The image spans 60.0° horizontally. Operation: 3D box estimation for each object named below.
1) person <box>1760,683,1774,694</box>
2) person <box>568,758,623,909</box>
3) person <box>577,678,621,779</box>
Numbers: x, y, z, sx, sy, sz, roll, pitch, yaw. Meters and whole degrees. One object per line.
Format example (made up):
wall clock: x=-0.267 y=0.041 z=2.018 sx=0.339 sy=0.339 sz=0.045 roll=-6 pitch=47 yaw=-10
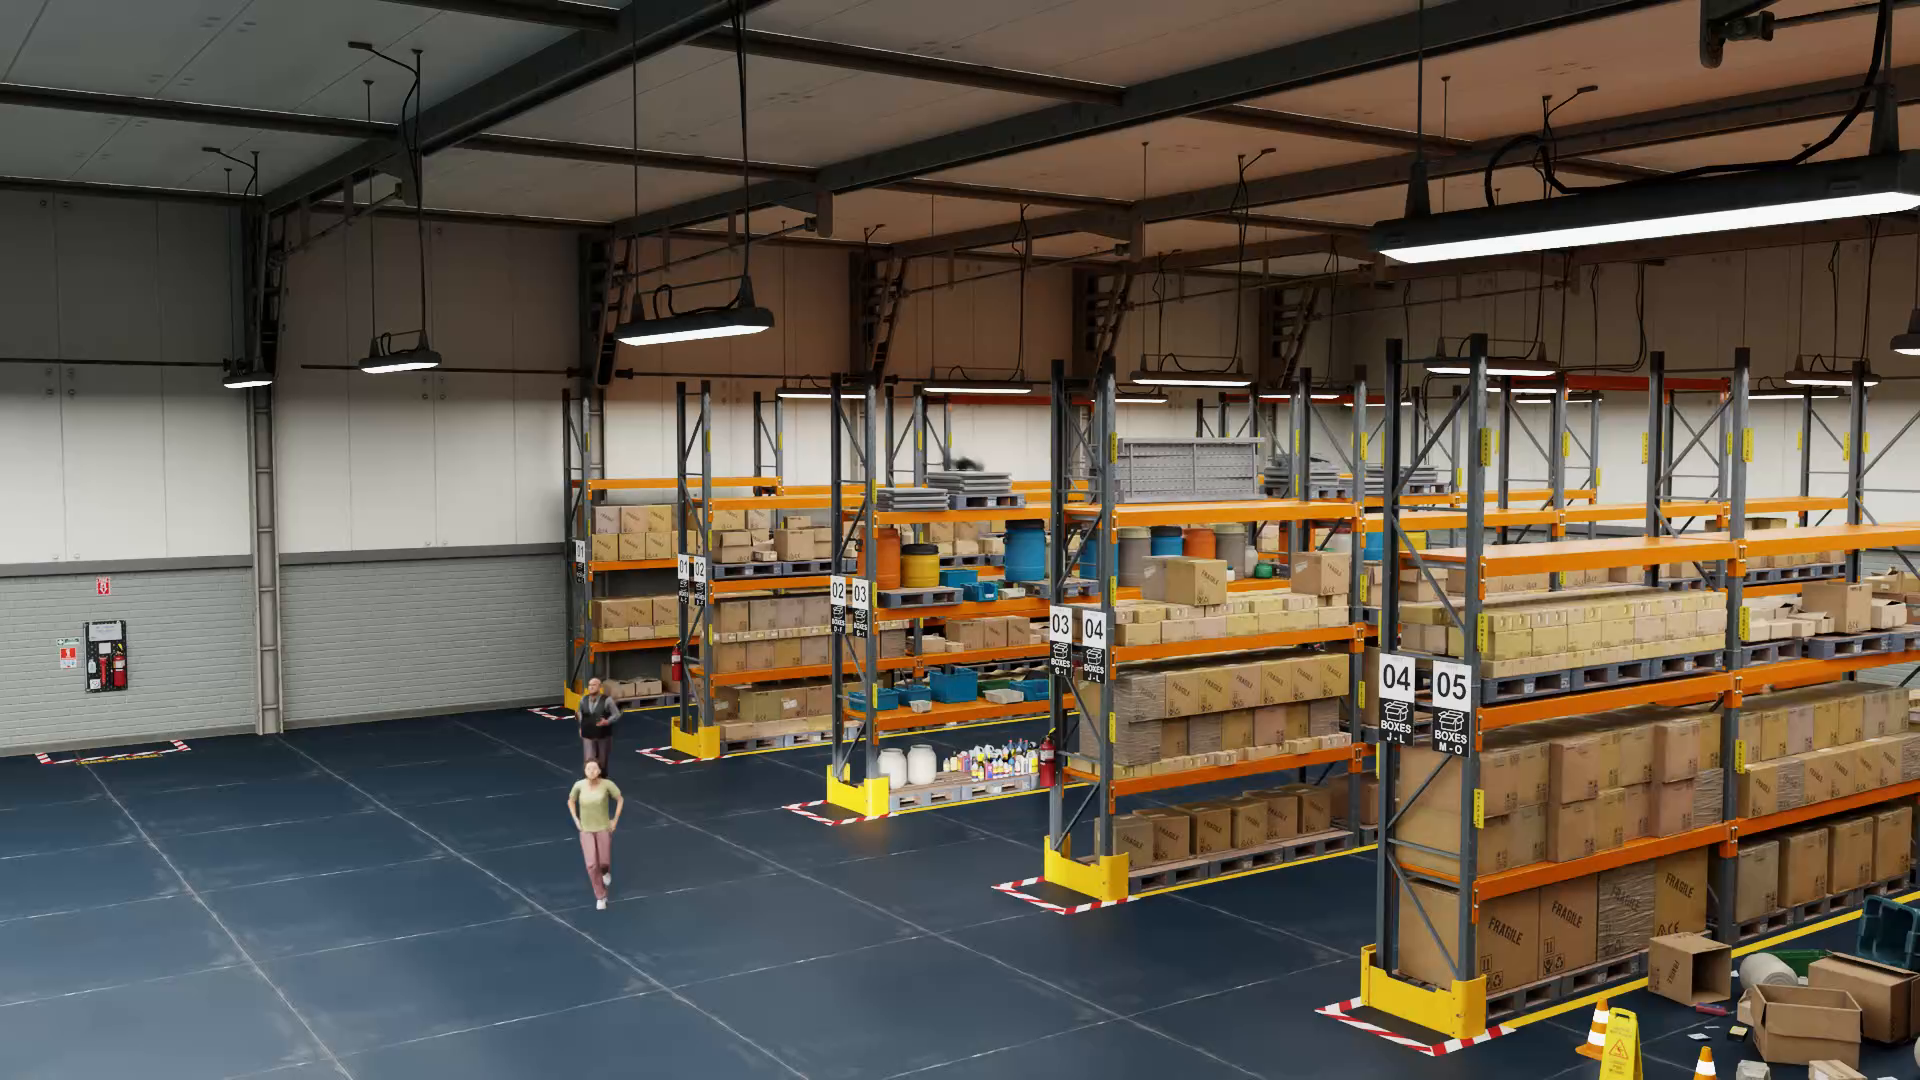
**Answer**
person: x=11.617 y=2.856 z=23.909 sx=0.942 sy=1.638 sz=0.591 roll=-3 pitch=4 yaw=-35
person: x=-4.009 y=3.186 z=18.295 sx=0.599 sy=1.631 sz=0.606 roll=0 pitch=4 yaw=-5
person: x=-5.090 y=2.805 z=23.411 sx=0.649 sy=1.735 sz=0.888 roll=0 pitch=4 yaw=-1
